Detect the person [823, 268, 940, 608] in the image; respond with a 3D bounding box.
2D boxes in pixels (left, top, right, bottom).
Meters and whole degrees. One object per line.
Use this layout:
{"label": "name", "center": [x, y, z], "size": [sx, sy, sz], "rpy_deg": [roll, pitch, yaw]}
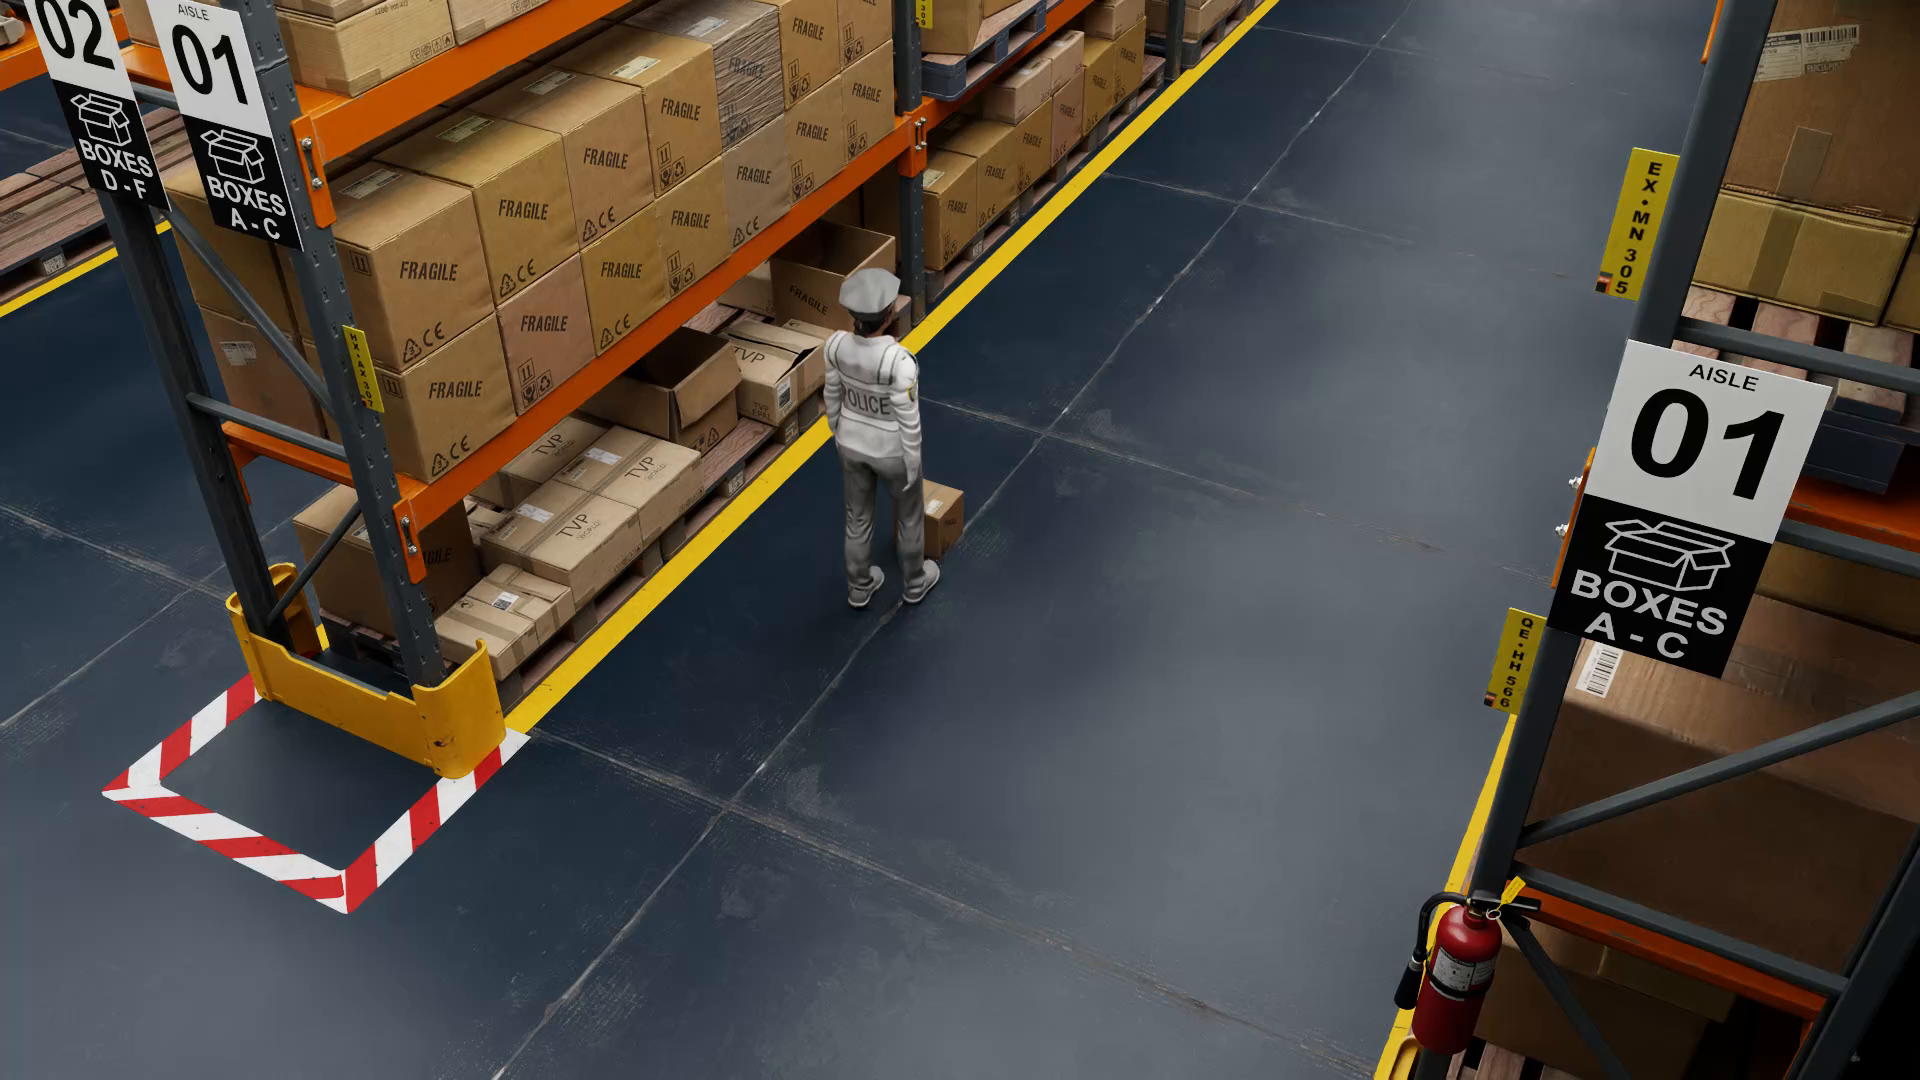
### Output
{"label": "person", "center": [-0.343, -0.439, 7.291], "size": [0.482, 1.679, 0.429], "rpy_deg": [17, 41, 21]}
